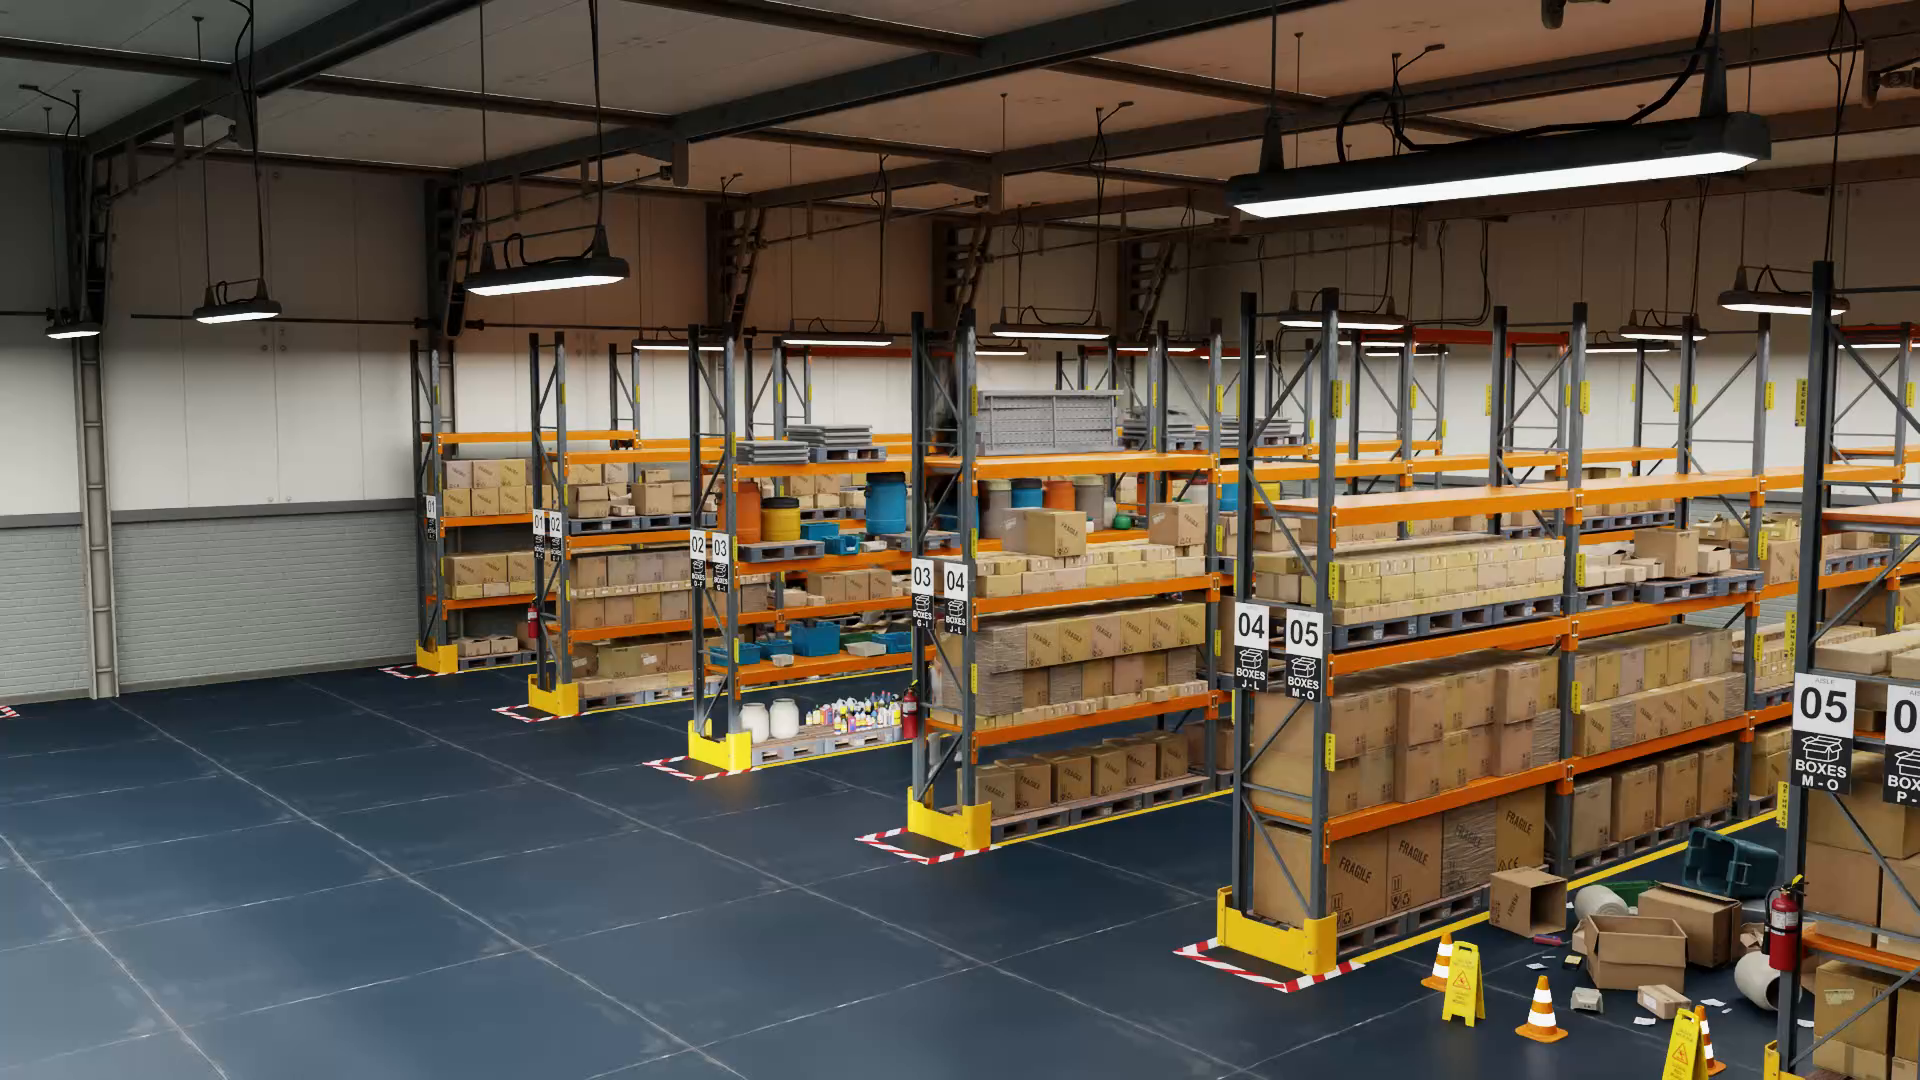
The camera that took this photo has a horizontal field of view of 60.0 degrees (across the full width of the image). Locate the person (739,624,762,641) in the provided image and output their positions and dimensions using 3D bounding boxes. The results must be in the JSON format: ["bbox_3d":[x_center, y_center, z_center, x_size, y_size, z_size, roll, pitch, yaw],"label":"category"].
[{"bbox_3d":[-4.045,1.406,31.716,0.579,1.672,0.943,4,7,37],"label":"person"}]

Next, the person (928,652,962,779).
[{"bbox_3d":[-0.154,2.307,22.280,0.569,1.642,1.034,2,6,23],"label":"person"}]

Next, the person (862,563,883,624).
[{"bbox_3d":[-1.682,1.282,32.753,0.578,1.740,0.665,-4,6,-34],"label":"person"}]
